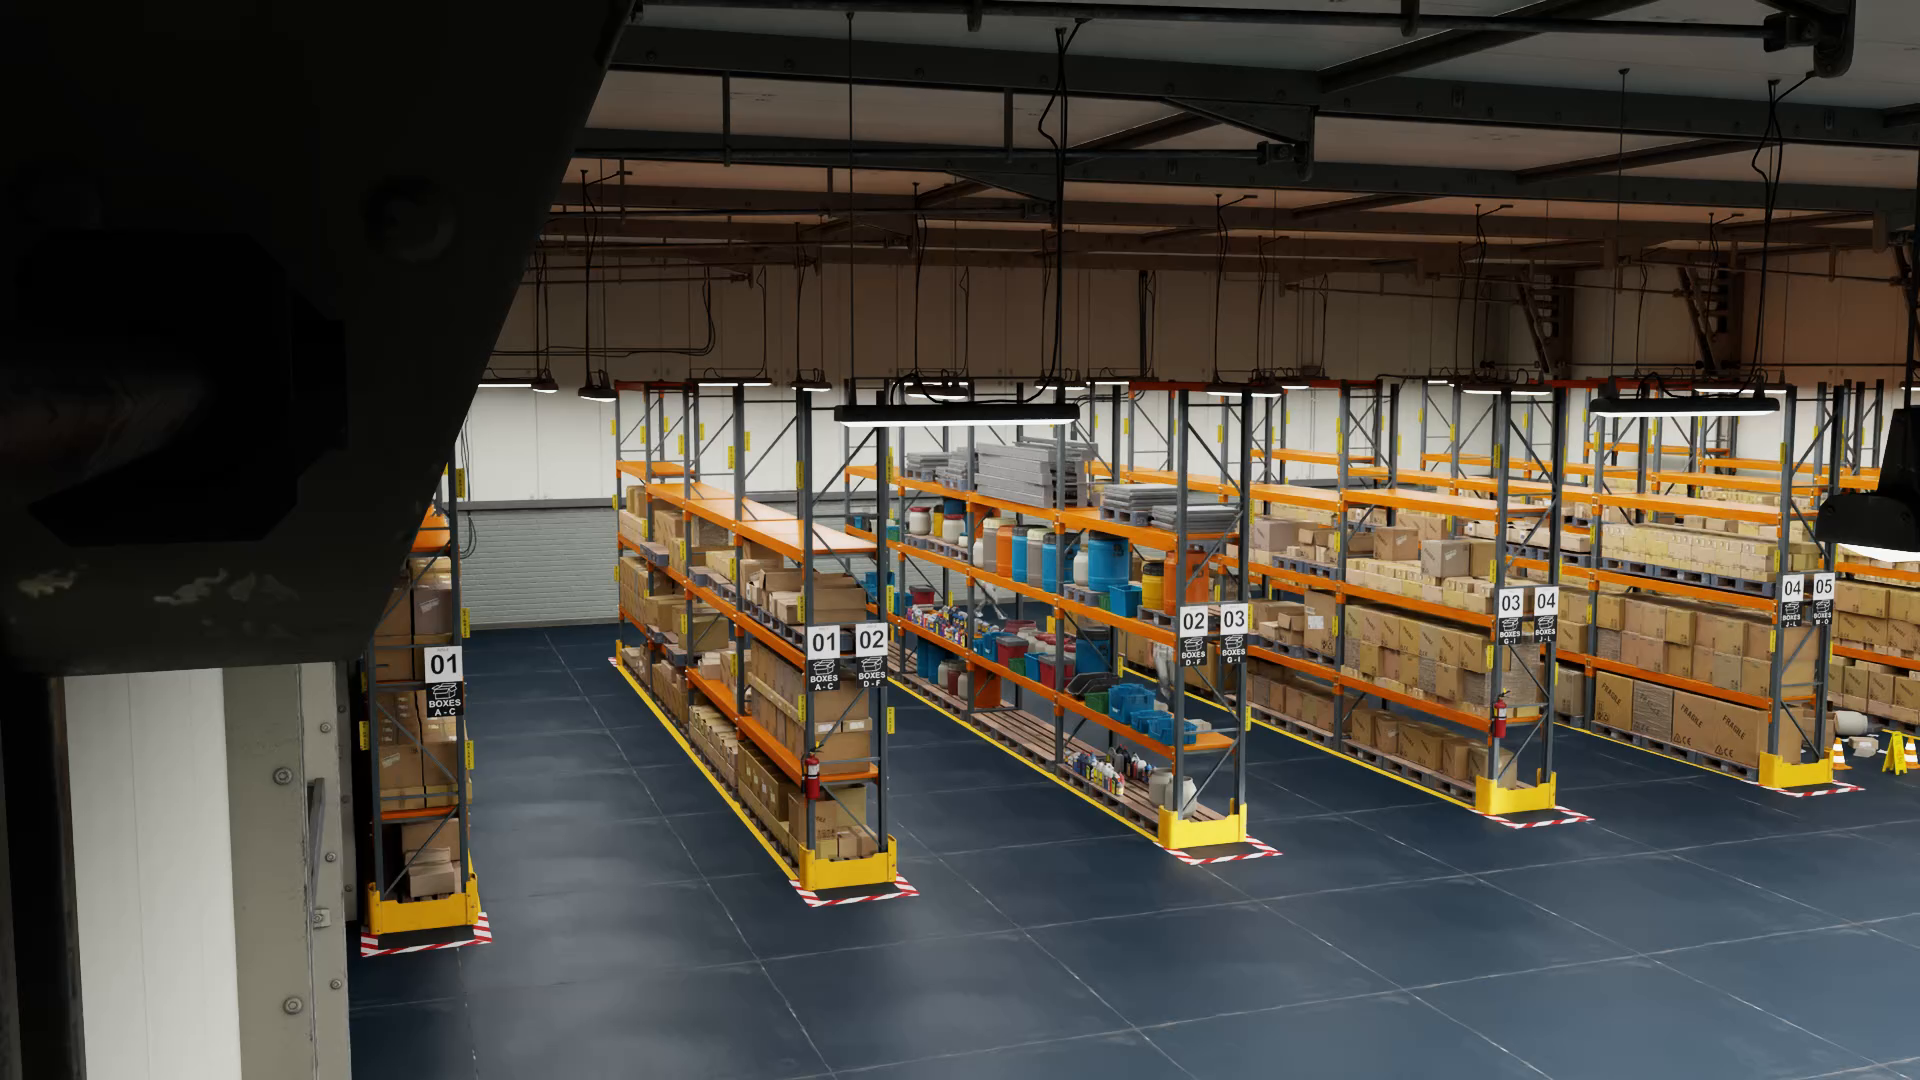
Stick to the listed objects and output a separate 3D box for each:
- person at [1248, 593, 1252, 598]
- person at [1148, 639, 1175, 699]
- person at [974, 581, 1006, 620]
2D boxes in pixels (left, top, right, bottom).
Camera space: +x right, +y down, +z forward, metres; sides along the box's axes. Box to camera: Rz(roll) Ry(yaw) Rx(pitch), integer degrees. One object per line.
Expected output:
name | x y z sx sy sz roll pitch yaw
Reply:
person | 5.907 1.879 34.269 0.467 1.626 0.986 -1 6 -9
person | 3.772 2.137 30.646 0.598 1.690 0.725 -1 6 -7
person | 0.790 1.190 41.260 1.014 1.532 0.398 3 7 29
